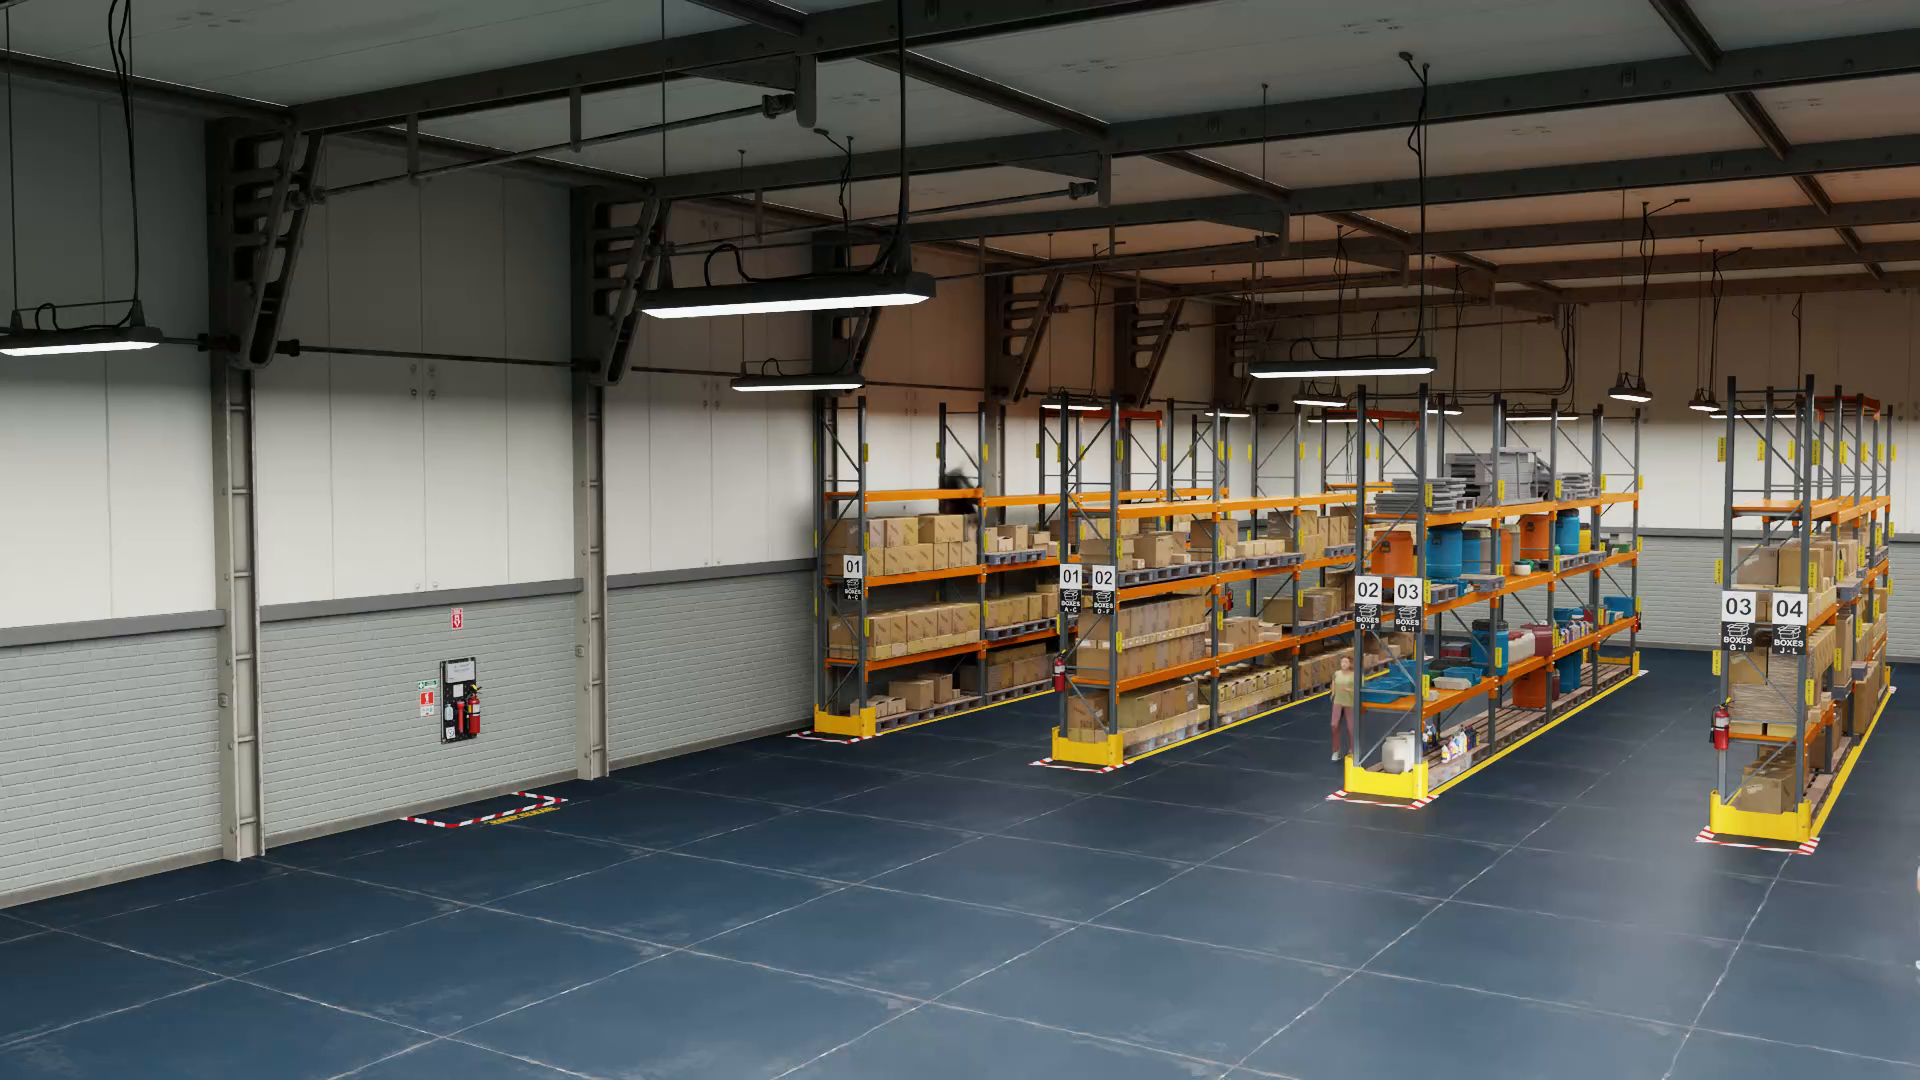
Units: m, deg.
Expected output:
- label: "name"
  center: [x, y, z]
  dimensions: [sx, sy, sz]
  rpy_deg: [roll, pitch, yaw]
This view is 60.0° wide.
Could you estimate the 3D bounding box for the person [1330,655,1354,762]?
- label: "person"
  center: [6.305, 2.735, 27.186]
  dimensions: [0.549, 1.725, 0.754]
  rpy_deg: [2, 3, 29]
